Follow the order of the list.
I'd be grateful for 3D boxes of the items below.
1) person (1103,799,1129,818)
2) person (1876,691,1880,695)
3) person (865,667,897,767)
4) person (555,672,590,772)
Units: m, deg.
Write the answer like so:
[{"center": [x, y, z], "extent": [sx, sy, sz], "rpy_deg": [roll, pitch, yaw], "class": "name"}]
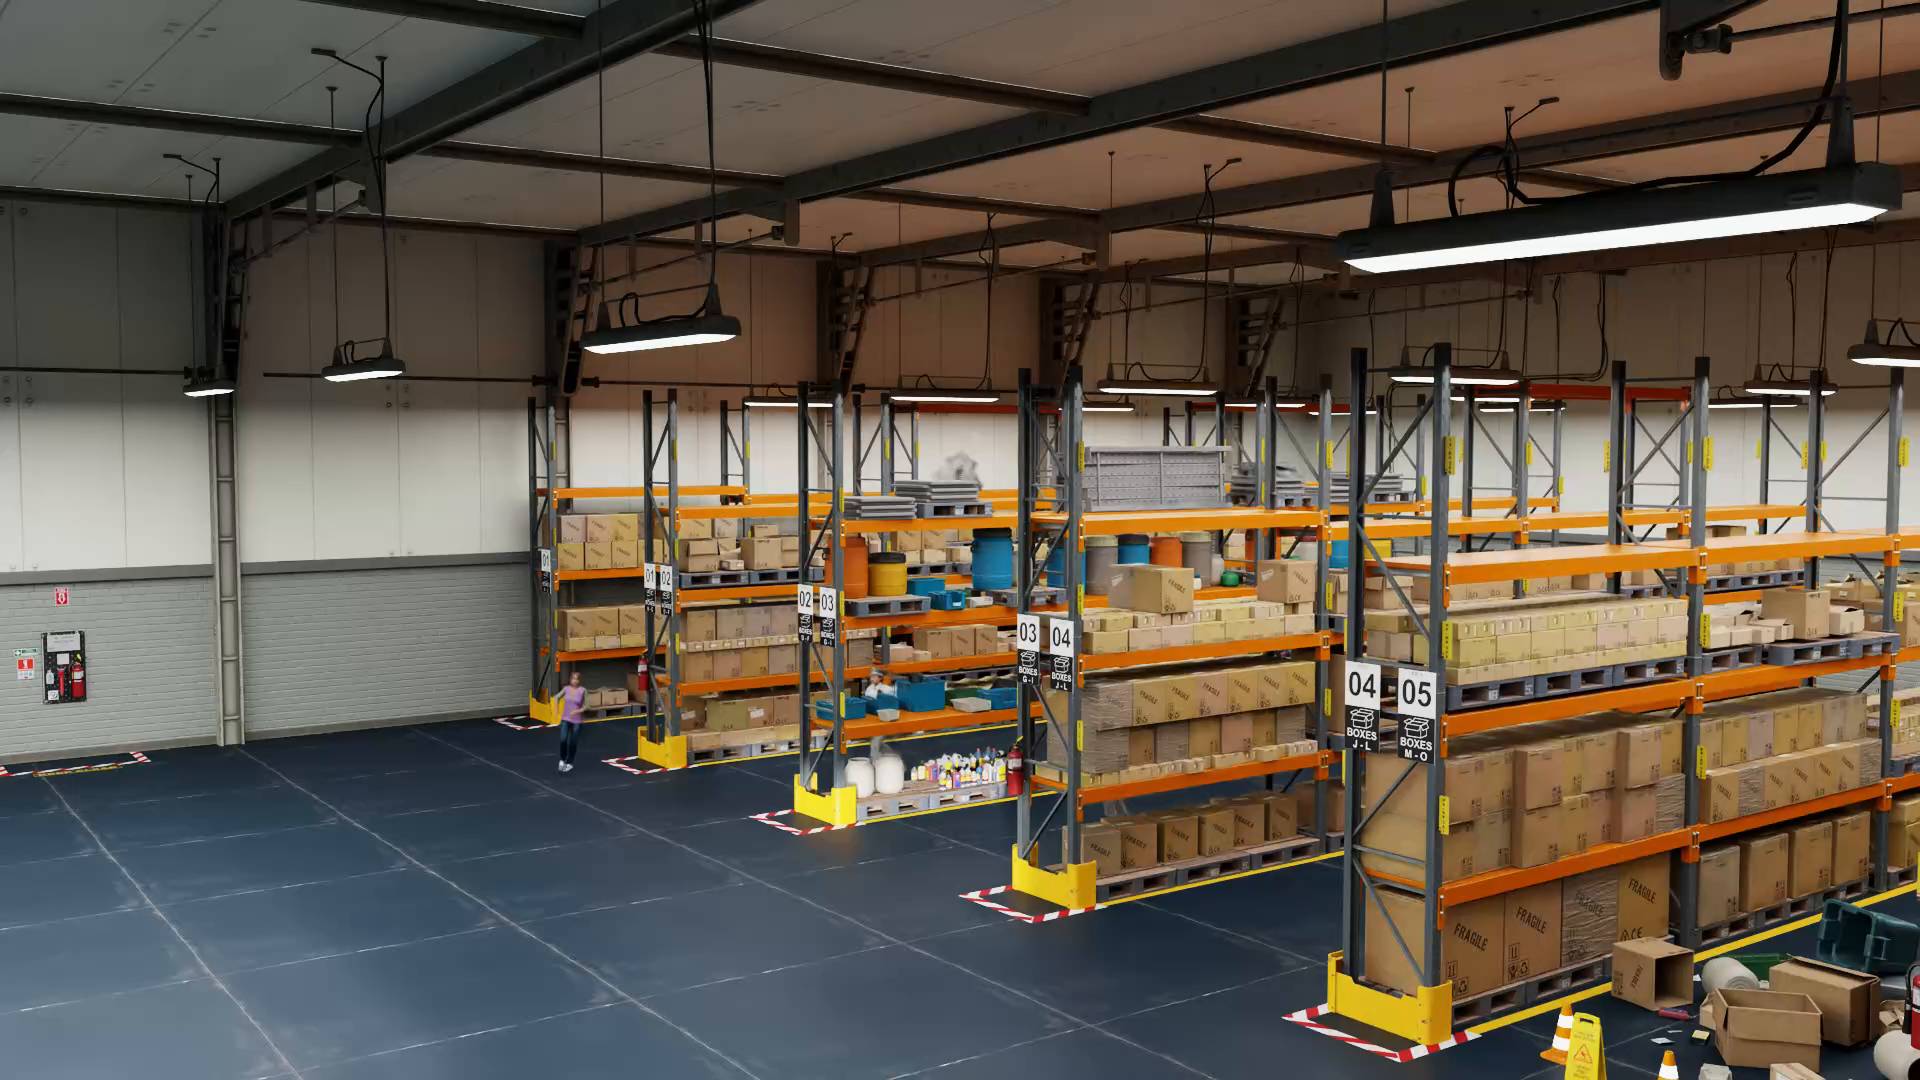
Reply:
[{"center": [1.982, 3.004, 21.377], "extent": [0.798, 1.843, 0.664], "rpy_deg": [-3, 4, -40], "class": "person"}, {"center": [13.164, 2.949, 23.740], "extent": [0.671, 1.611, 0.550], "rpy_deg": [-2, 4, -29], "class": "person"}, {"center": [-1.235, 2.810, 25.538], "extent": [0.856, 1.737, 0.627], "rpy_deg": [-3, 5, -45], "class": "person"}, {"center": [-6.058, 2.843, 26.003], "extent": [0.553, 1.557, 0.544], "rpy_deg": [-1, 3, -10], "class": "person"}]
